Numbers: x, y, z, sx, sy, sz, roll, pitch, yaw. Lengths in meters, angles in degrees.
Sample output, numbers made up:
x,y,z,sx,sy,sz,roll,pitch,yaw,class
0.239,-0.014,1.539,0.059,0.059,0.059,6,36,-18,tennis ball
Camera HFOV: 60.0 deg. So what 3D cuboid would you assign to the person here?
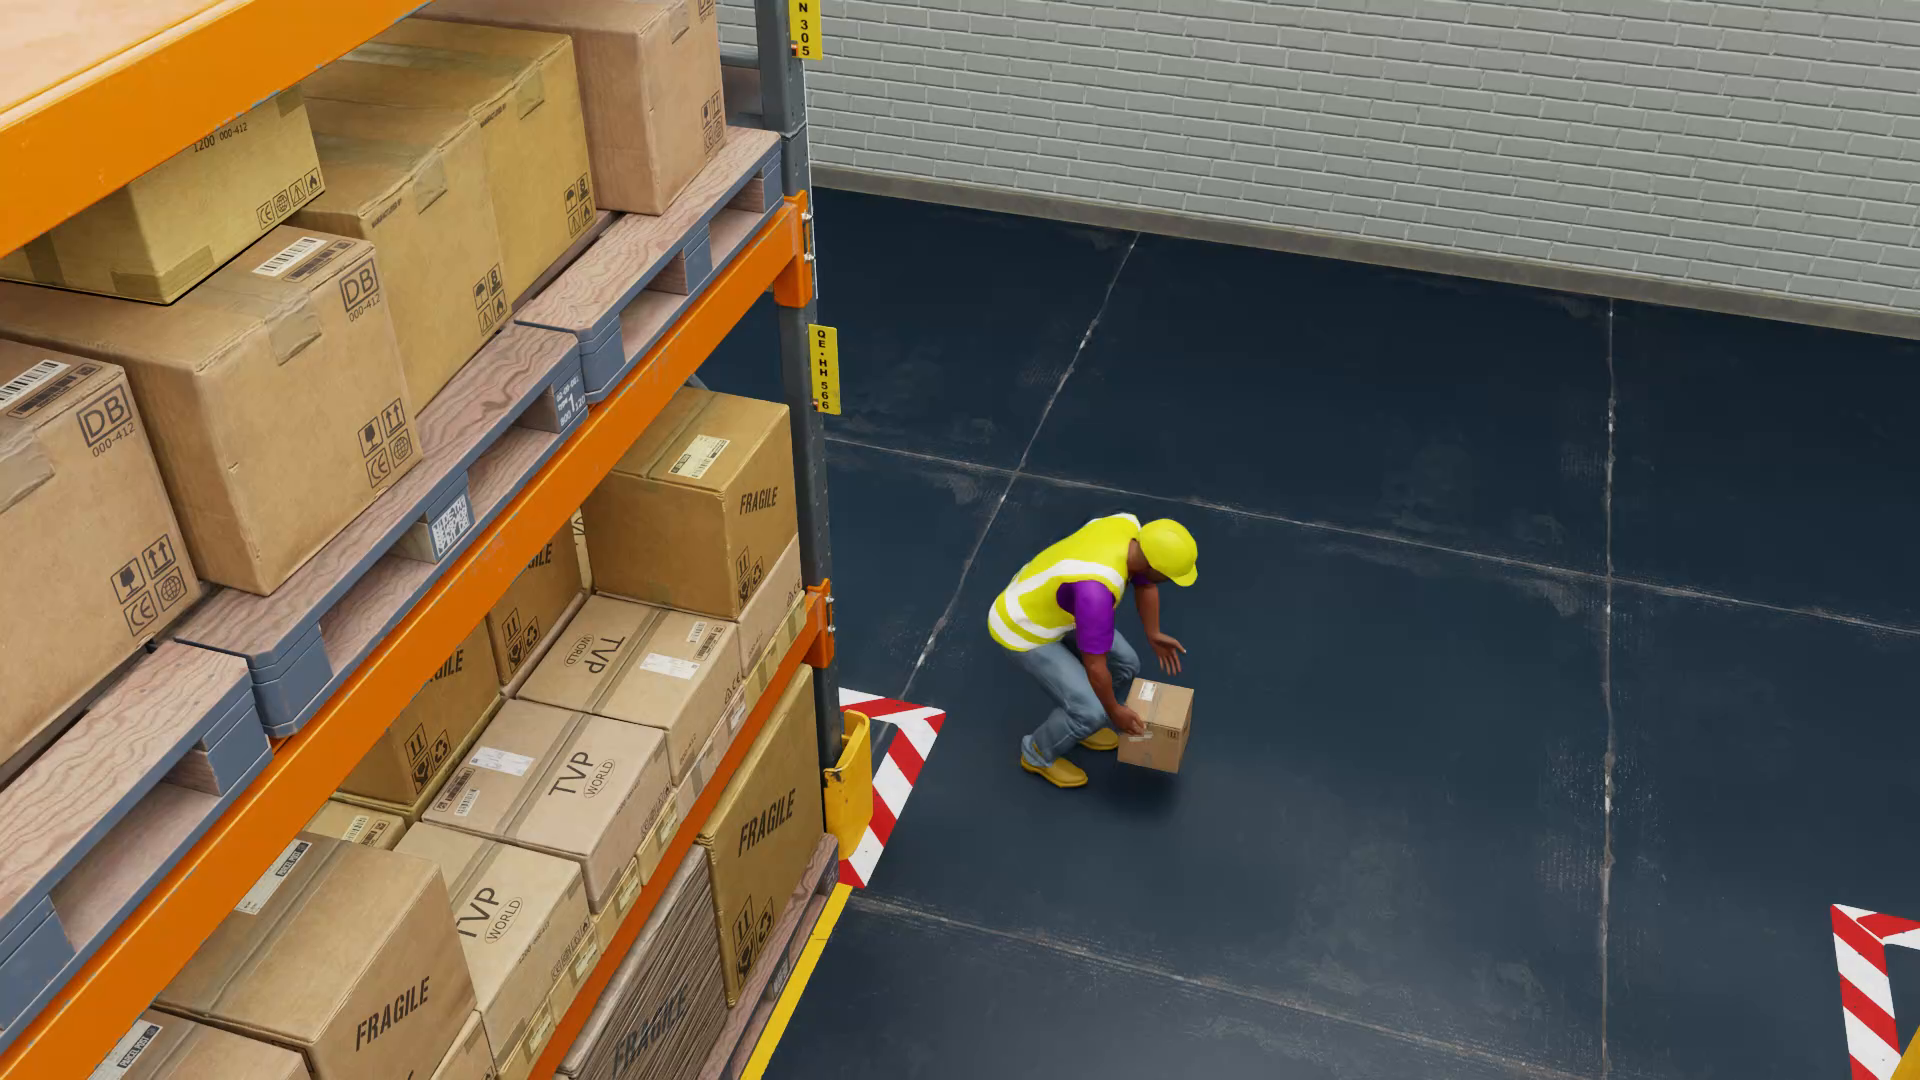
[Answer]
x,y,z,sx,sy,sz,roll,pitch,yaw,class
0.534,0.385,6.734,0.802,1.317,0.630,18,40,22,person
